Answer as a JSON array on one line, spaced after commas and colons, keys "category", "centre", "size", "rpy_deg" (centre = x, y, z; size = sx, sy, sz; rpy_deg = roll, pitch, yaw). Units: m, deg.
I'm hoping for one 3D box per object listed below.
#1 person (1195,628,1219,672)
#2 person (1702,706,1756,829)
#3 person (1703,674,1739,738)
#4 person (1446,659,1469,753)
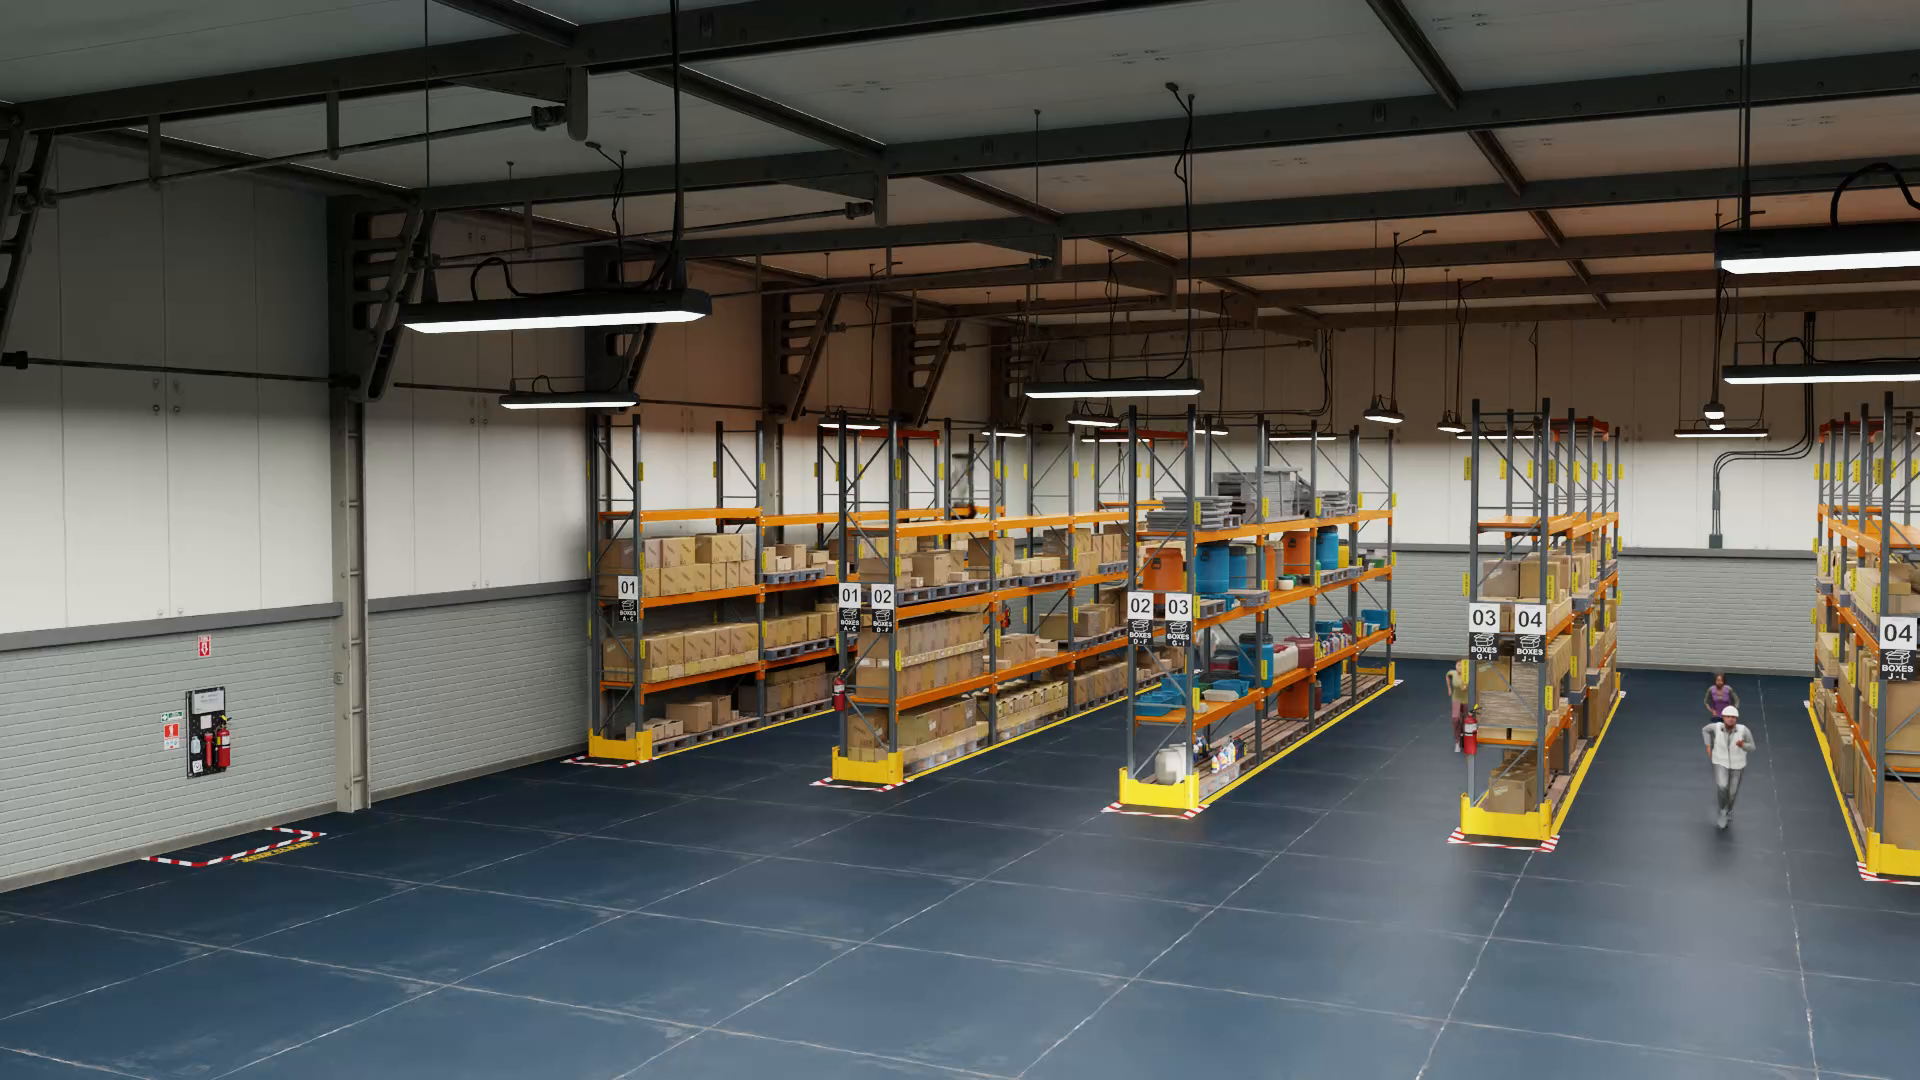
[{"category": "person", "centre": [5.639, 2.627, 38.064], "size": [0.537, 1.609, 0.875], "rpy_deg": [1, 2, 20]}, {"category": "person", "centre": [10.786, 3.170, 23.350], "size": [0.646, 1.734, 0.920], "rpy_deg": [1, 2, 17]}, {"category": "person", "centre": [13.102, 3.118, 28.638], "size": [0.574, 1.460, 0.656], "rpy_deg": [1, 3, 21]}, {"category": "person", "centre": [9.061, 2.954, 29.985], "size": [0.578, 1.670, 1.017], "rpy_deg": [1, 2, 19]}]
